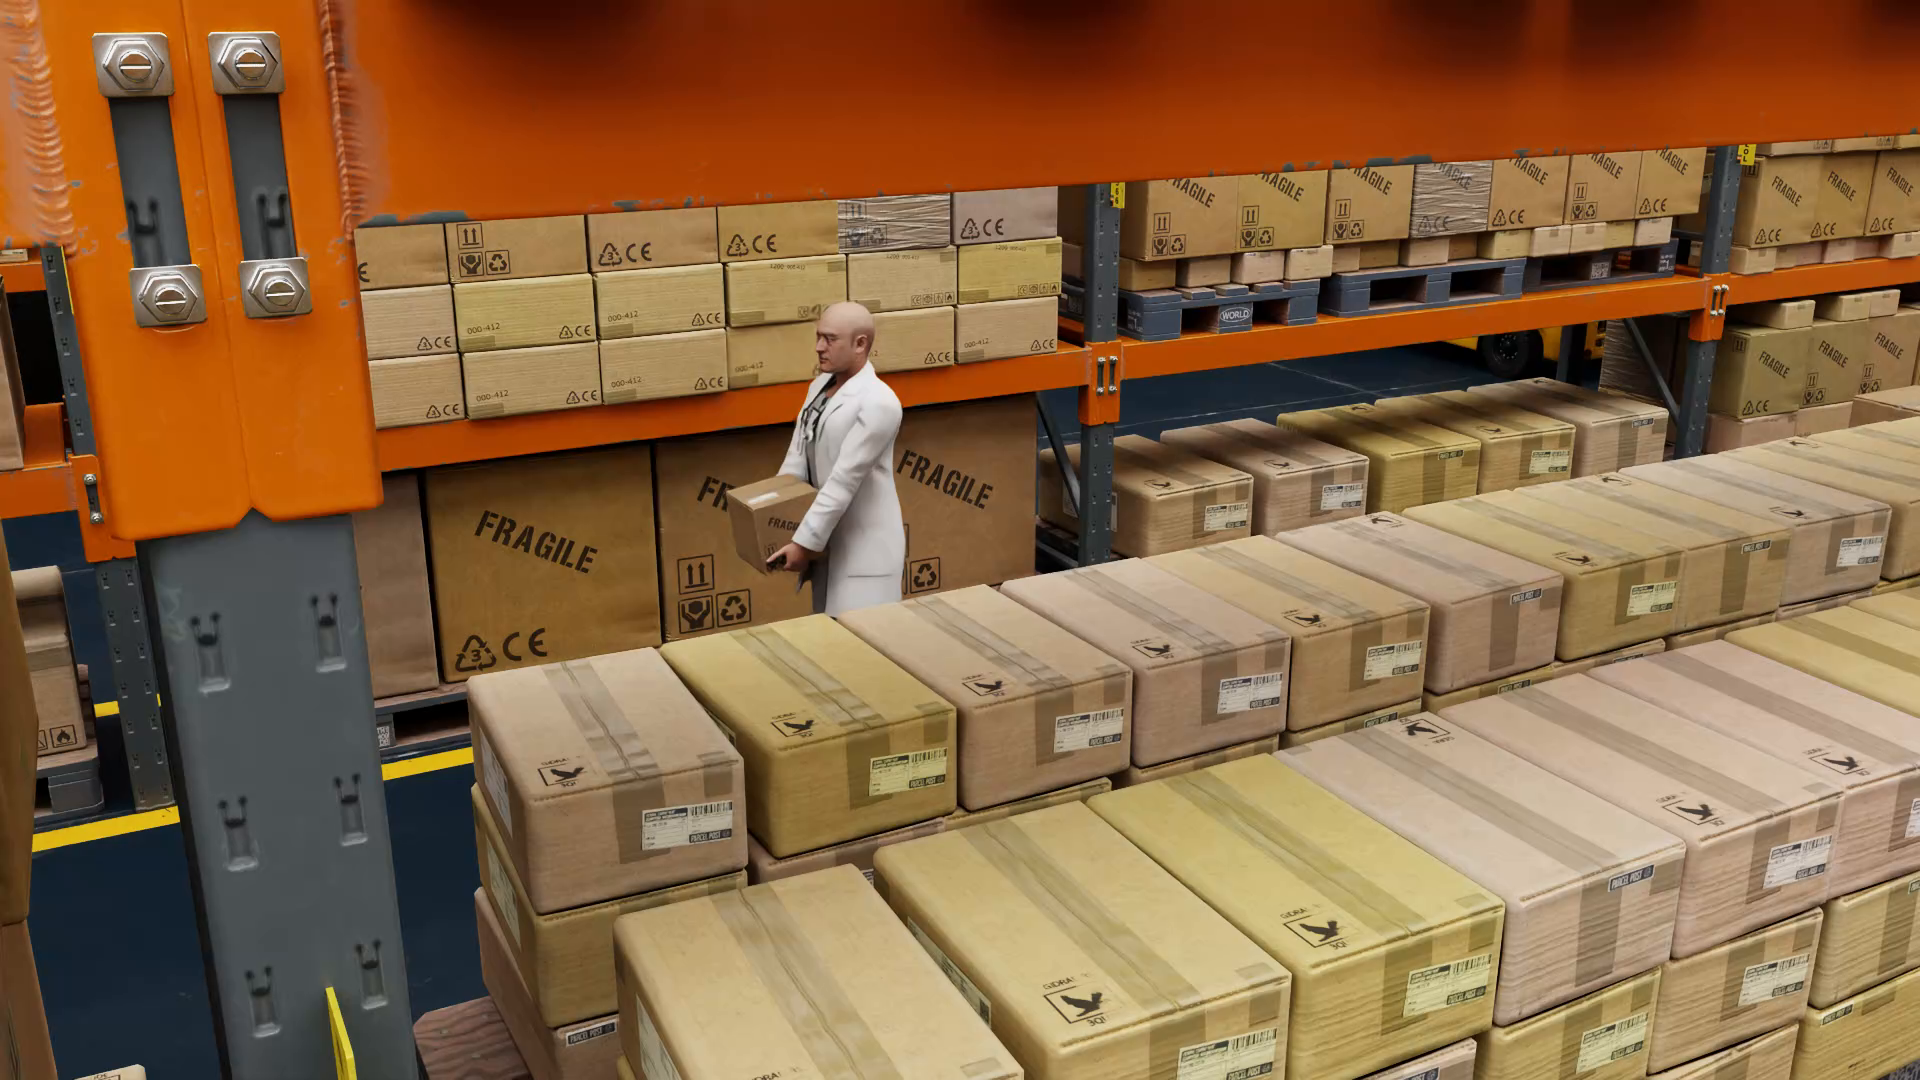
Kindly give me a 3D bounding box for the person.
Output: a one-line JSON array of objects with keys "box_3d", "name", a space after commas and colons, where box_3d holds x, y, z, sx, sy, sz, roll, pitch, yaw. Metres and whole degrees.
[{"box_3d": [-0.483, 0.034, 5.983, 0.564, 1.781, 0.528, -10, 21, -28], "name": "person"}]
